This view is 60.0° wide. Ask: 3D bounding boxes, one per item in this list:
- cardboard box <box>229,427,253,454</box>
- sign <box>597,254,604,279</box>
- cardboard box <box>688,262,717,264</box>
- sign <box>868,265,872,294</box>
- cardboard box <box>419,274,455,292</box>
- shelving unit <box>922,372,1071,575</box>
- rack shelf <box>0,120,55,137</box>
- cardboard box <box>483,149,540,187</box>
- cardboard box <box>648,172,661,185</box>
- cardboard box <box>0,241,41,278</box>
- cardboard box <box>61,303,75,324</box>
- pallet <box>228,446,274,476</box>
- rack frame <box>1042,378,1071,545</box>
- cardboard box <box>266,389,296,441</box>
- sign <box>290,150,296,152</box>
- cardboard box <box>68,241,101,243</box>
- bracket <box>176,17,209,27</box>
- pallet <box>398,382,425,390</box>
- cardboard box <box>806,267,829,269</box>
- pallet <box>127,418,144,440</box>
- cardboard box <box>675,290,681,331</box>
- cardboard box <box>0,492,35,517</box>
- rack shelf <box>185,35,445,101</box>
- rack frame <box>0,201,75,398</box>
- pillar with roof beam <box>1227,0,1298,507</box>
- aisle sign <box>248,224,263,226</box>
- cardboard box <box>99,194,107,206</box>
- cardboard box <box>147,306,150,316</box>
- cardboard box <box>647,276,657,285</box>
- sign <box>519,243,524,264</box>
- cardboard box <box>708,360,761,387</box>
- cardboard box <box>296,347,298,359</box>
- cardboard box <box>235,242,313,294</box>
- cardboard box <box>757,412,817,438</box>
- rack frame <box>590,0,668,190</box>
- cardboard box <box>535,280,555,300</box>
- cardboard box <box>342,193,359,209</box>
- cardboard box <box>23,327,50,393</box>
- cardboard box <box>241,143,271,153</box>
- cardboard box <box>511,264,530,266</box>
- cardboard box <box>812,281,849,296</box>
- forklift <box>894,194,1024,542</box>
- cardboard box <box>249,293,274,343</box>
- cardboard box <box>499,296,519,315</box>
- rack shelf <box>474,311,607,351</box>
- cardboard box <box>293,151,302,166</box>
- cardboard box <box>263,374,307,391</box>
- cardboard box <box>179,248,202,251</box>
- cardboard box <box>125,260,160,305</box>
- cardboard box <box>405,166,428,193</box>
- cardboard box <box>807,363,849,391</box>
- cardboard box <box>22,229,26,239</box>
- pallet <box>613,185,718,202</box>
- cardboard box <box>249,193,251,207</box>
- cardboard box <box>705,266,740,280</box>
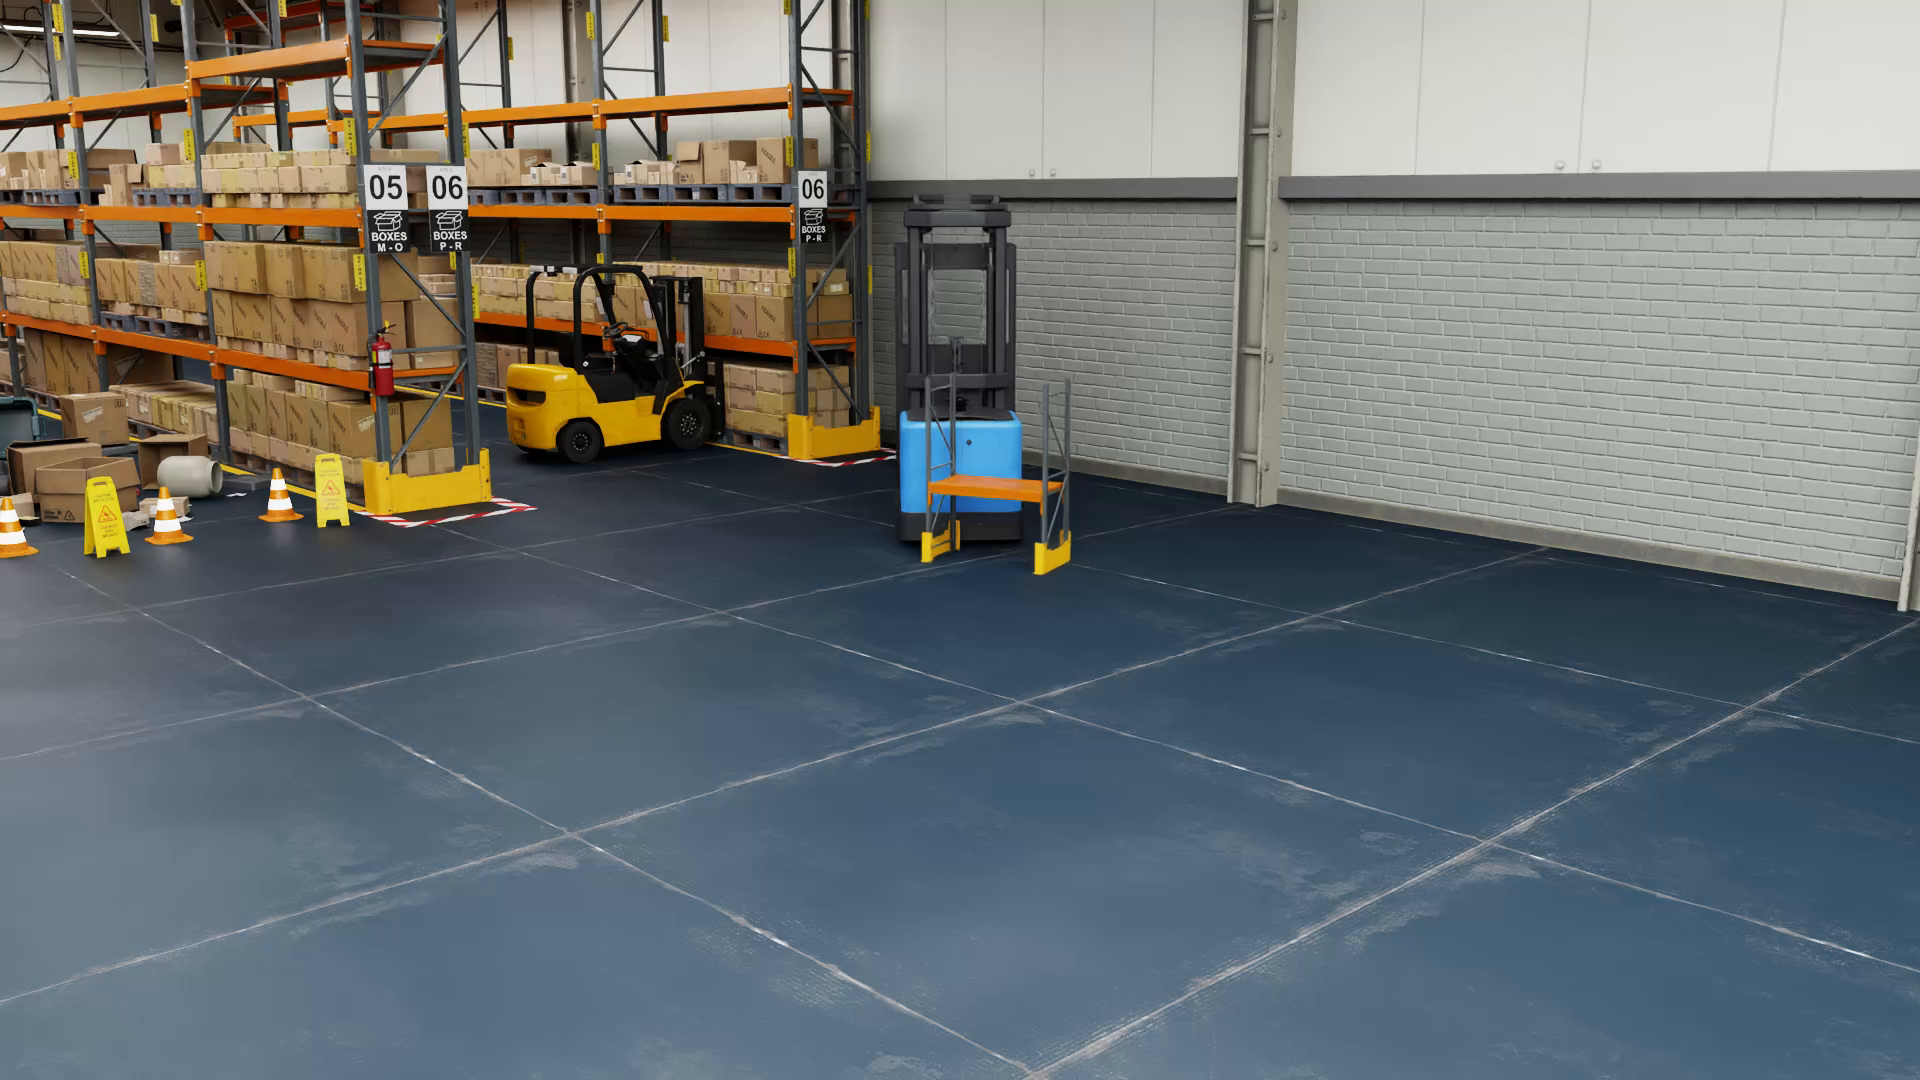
[{"bbox_3d":[-7.605,-1.109,18.133,0.500,0.250,0.500,11,16,43],"label":"cardboard box"},{"bbox_3d":[-4.615,-3.517,21.376,0.100,0.325,0.005,-11,16,-43],"label":"sign"},{"bbox_3d":[-3.237,-3.467,21.212,0.380,0.149,0.250,-11,16,-44],"label":"cardboard box"},{"bbox_3d":[-1.062,-3.021,19.301,0.100,0.325,0.005,-11,16,-43],"label":"sign"},{"bbox_3d":[-7.955,-3.891,25.193,0.500,0.250,0.500,11,16,42],"label":"cardboard box"},{"bbox_3d":[0.295,-0.558,13.405,1.083,1.500,0.587,5,13,25],"label":"shelving unit"},{"bbox_3d":[-14.723,-6.223,25.090,1.077,0.370,4.000,-11,16,-43],"label":"rack shelf"},{"bbox_3d":[-6.247,-5.223,23.359,0.700,0.500,0.500,-11,16,-44],"label":"cardboard box"},{"bbox_3d":[-3.608,-4.447,20.461,0.380,0.149,0.250,-10,15,-41],"label":"cardboard box"},{"bbox_3d":[-13.246,-3.975,23.548,0.500,0.500,0.500,-11,16,-42],"label":"cardboard box"},{"bbox_3d":[-11.480,-2.994,21.881,0.500,0.250,0.500,-11,16,-42],"label":"cardboard box"},{"bbox_3d":[-7.328,-0.915,18.328,1.003,0.211,1.213,-11,16,-43],"label":"pallet"},{"bbox_3d":[0.762,-0.513,13.187,0.032,1.500,0.500,5,13,25],"label":"rack frame"},{"bbox_3d":[-6.870,-1.324,17.318,0.500,0.500,0.500,-10,15,-40],"label":"cardboard box"},{"bbox_3d":[-7.430,-4.173,18.516,0.100,0.325,0.005,-11,16,-43],"label":"sign"},{"bbox_3d":[-12.153,-3.898,23.174,0.500,0.500,0.500,-10,15,-41],"label":"cardboard box"},{"bbox_3d":[-16.199,-10.456,33.943,0.076,0.066,5.218,-11,16,-43],"label":"bracket"},{"bbox_3d":[-8.318,-2.576,26.392,1.003,0.211,1.213,-11,16,-43],"label":"pallet"},{"bbox_3d":[-1.683,-3.121,19.532,0.380,0.149,0.250,-10,15,-41],"label":"cardboard box"},{"bbox_3d":[-10.041,-1.477,21.059,1.003,0.211,1.213,-11,16,-43],"label":"pallet"},{"bbox_3d":[-3.390,-2.866,20.642,0.500,0.500,0.500,-11,16,-43],"label":"cardboard box"},{"bbox_3d":[-8.808,-0.336,15.383,0.396,0.266,0.258,-8,14,-33],"label":"cardboard box"},{"bbox_3d":[-6.436,-4.666,16.549,1.077,0.370,4.000,-11,16,-43],"label":"rack shelf"},{"bbox_3d":[-13.342,-3.541,24.165,1.000,3.000,0.127,-11,16,-43],"label":"rack frame"},{"bbox_3d":[-0.266,-4.172,12.360,9.100,9.000,0.400,-11,16,-43],"label":"pillar with roof beam"},{"bbox_3d":[-12.776,-6.059,29.946,0.394,0.787,0.004,-11,16,-43],"label":"aisle sign"},{"bbox_3d":[-10.485,-4.234,20.716,0.380,0.149,0.250,-11,16,-43],"label":"cardboard box"},{"bbox_3d":[-9.542,-2.771,20.010,0.380,0.149,0.250,-10,15,-40],"label":"cardboard box"},{"bbox_3d":[-3.703,-3.231,20.806,0.380,0.149,0.250,-10,16,-41],"label":"cardboard box"},{"bbox_3d":[-6.593,-4.294,24.953,0.100,0.325,0.005,-11,16,-43],"label":"sign"},{"bbox_3d":[-2.723,-2.000,19.983,0.500,0.250,0.500,-11,16,-42],"label":"cardboard box"},{"bbox_3d":[-6.509,-1.917,16.907,0.380,0.149,0.250,-11,16,-43],"label":"cardboard box"},{"bbox_3d":[-7.006,-2.809,17.148,0.700,0.500,0.500,-11,16,-44],"label":"cardboard box"},{"bbox_3d":[-2.020,-1.366,19.379,0.500,0.250,0.500,-11,16,-42],"label":"cardboard box"},{"bbox_3d":[-4.229,-6.004,21.253,1.000,3.000,0.127,-11,16,-43],"label":"rack frame"},{"bbox_3d":[-5.463,-3.423,22.724,0.500,0.250,0.500,-10,16,-41],"label":"cardboard box"},{"bbox_3d":[-5.503,-3.149,15.451,0.380,0.149,0.250,-11,16,-42],"label":"cardboard box"},{"bbox_3d":[-12.856,-2.627,23.952,0.875,0.875,0.875,-10,15,-41],"label":"cardboard box"},{"bbox_3d":[-8.282,-4.432,19.149,0.500,0.250,0.500,-11,16,-44],"label":"cardboard box"},{"bbox_3d":[-6.359,-3.974,24.413,0.380,0.149,0.250,-10,16,-41],"label":"cardboard box"},{"bbox_3d":[-1.514,-2.934,19.365,0.250,0.149,0.380,11,16,44],"label":"cardboard box"},{"bbox_3d":[-0.053,-1.667,15.238,1.130,2.935,3.031,-1,12,-3],"label":"forklift"},{"bbox_3d":[-7.014,-2.320,17.254,0.500,0.500,0.500,-11,16,-43],"label":"cardboard box"},{"bbox_3d":[-6.158,-3.329,23.508,0.500,0.250,0.500,11,16,43],"label":"cardboard box"},{"bbox_3d":[-5.611,-3.005,23.348,1.077,0.370,4.000,-11,16,-43],"label":"rack shelf"},{"bbox_3d":[-6.305,-3.735,16.320,0.250,0.149,0.380,11,16,44],"label":"cardboard box"},{"bbox_3d":[-7.018,-1.654,17.311,0.380,0.149,0.250,-10,15,-39],"label":"cardboard box"},{"bbox_3d":[-9.245,-3.476,20.216,0.250,0.149,0.380,11,16,42],"label":"cardboard box"},{"bbox_3d":[-9.699,-3.108,20.038,0.500,0.500,0.500,-11,16,-42],"label":"cardboard box"},{"bbox_3d":[-5.209,-3.442,15.884,0.500,0.250,0.500,-11,16,-44],"label":"cardboard box"},{"bbox_3d":[-1.662,-1.927,19.628,0.500,0.250,0.500,-11,16,-43],"label":"cardboard box"},{"bbox_3d":[-13.768,-4.546,24.711,0.380,0.149,0.250,-11,16,-43],"label":"cardboard box"},{"bbox_3d":[-3.622,-4.371,20.978,1.003,0.211,1.213,-11,16,-43],"label":"pallet"},{"bbox_3d":[-7.067,-3.491,17.109,0.250,0.149,0.380,11,16,43],"label":"cardboard box"},{"bbox_3d":[-2.821,-3.190,19.867,0.380,0.149,0.250,-10,16,-41],"label":"cardboard box"}]
